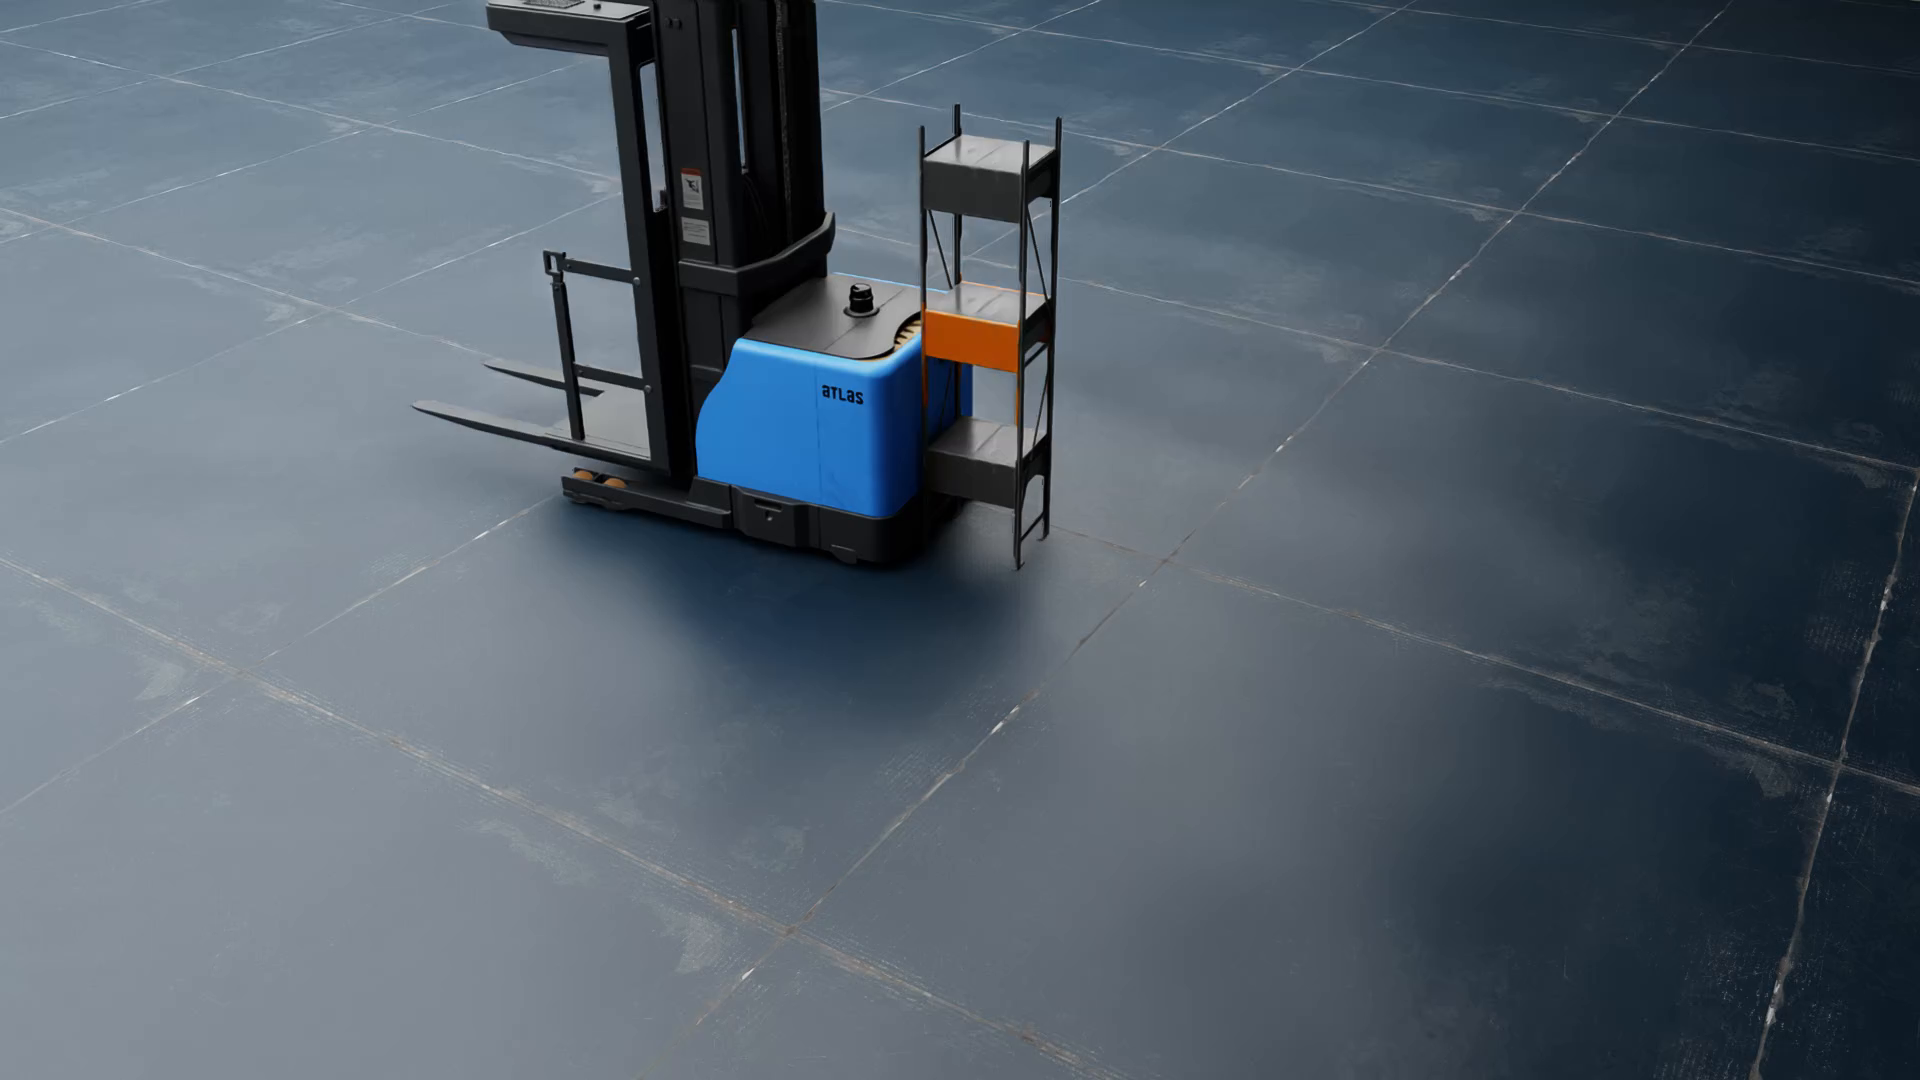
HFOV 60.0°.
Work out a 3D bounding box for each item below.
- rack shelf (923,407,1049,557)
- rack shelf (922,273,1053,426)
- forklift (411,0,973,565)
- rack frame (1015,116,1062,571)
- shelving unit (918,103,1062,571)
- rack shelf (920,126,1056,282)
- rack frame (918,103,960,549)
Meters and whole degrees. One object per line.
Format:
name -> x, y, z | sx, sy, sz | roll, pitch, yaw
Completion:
rack shelf -> 0.132, -0.285, 8.070 | 0.480, 0.518, 0.431 | 13, 33, 21
rack shelf -> 0.132, -0.889, 7.718 | 0.480, 0.518, 0.431 | 13, 33, 21
forklift -> -1.482, -1.638, 8.150 | 3.031, 2.935, 1.130 | 13, 33, 21
rack frame -> 0.353, -0.849, 7.622 | 0.015, 2.100, 0.400 | 13, 33, 21
shelving unit -> 0.132, -0.901, 7.711 | 0.503, 2.100, 0.431 | 13, 33, 21
rack shelf -> 0.132, -1.494, 7.365 | 0.480, 0.518, 0.431 | 13, 33, 21
rack frame -> -0.089, -0.953, 7.799 | 0.015, 2.100, 0.400 | 13, 33, 21
